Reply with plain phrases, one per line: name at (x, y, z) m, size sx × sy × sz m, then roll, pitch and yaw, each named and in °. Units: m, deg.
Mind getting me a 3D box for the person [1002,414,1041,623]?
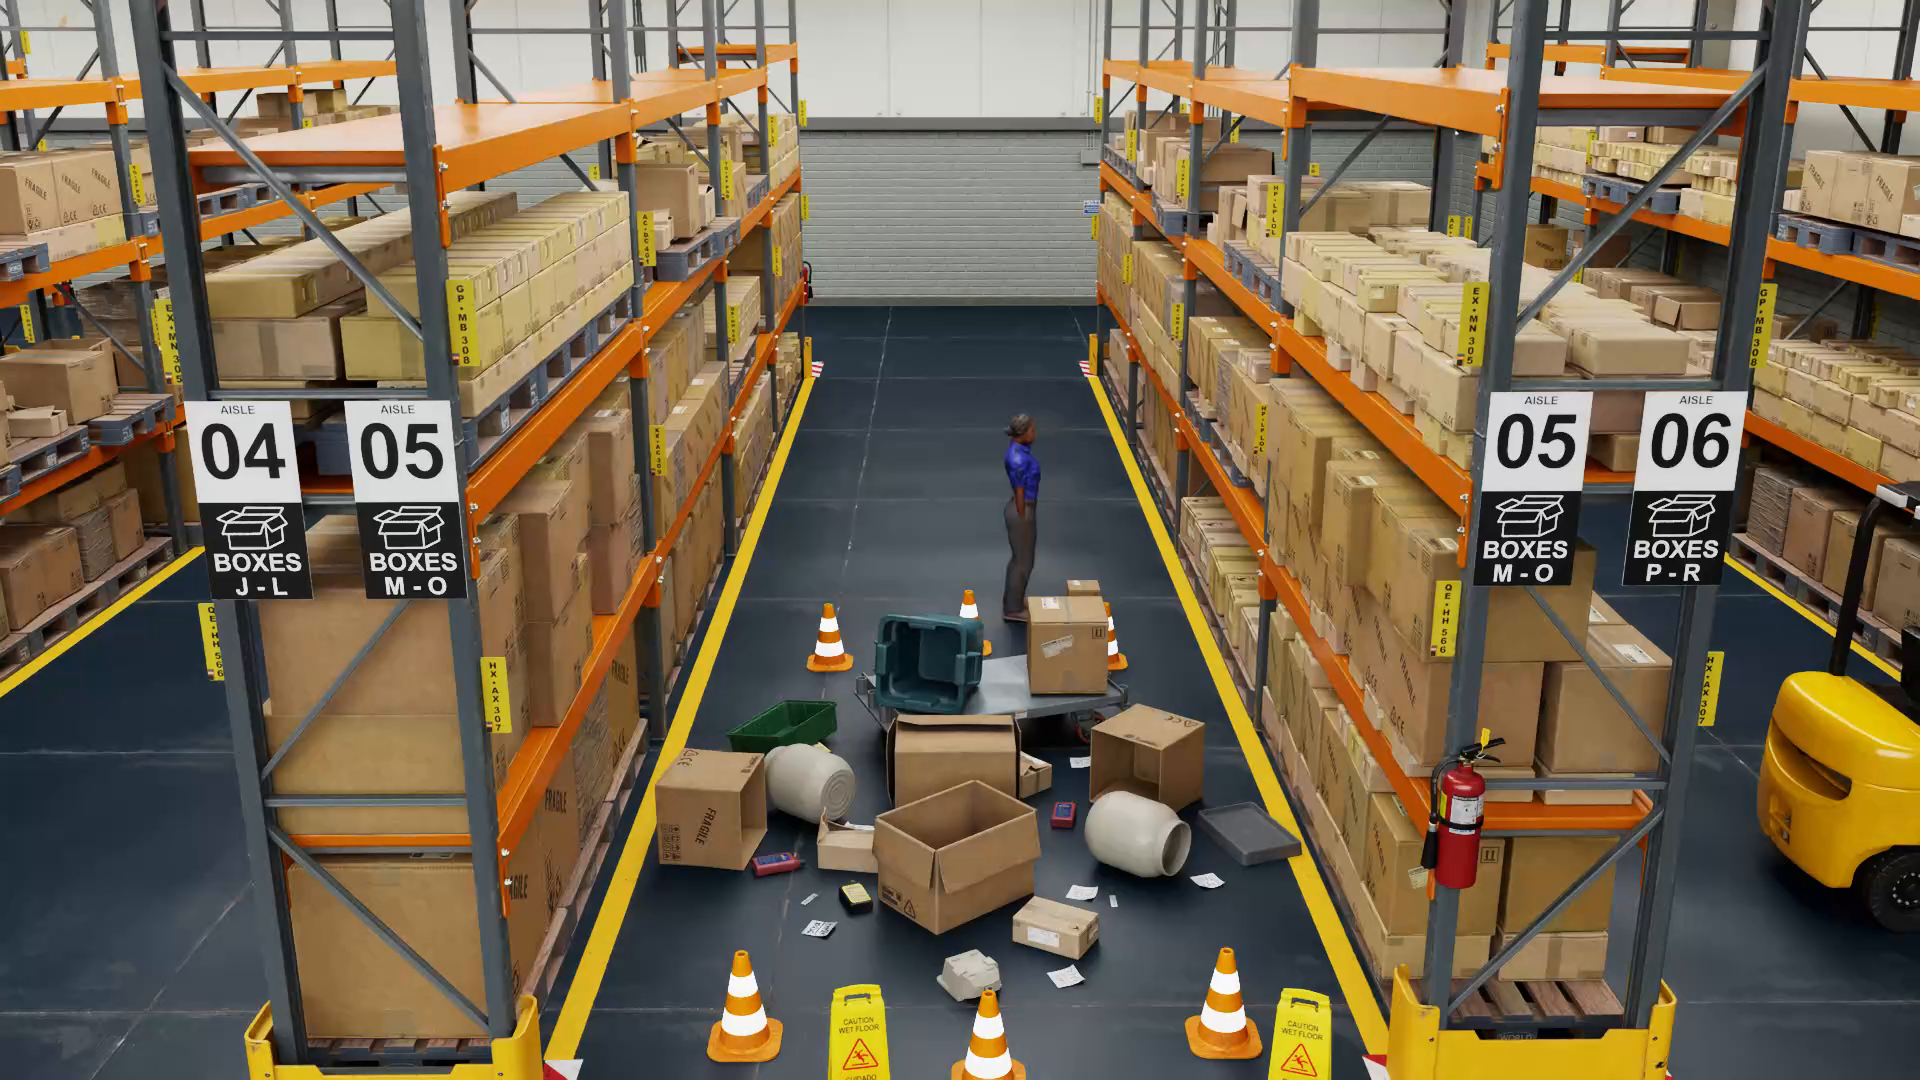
person at (0.491, -0.191, 13.178) m, size 0.299 × 1.656 × 0.438 m, roll 0°, pitch 17°, yaw 0°
